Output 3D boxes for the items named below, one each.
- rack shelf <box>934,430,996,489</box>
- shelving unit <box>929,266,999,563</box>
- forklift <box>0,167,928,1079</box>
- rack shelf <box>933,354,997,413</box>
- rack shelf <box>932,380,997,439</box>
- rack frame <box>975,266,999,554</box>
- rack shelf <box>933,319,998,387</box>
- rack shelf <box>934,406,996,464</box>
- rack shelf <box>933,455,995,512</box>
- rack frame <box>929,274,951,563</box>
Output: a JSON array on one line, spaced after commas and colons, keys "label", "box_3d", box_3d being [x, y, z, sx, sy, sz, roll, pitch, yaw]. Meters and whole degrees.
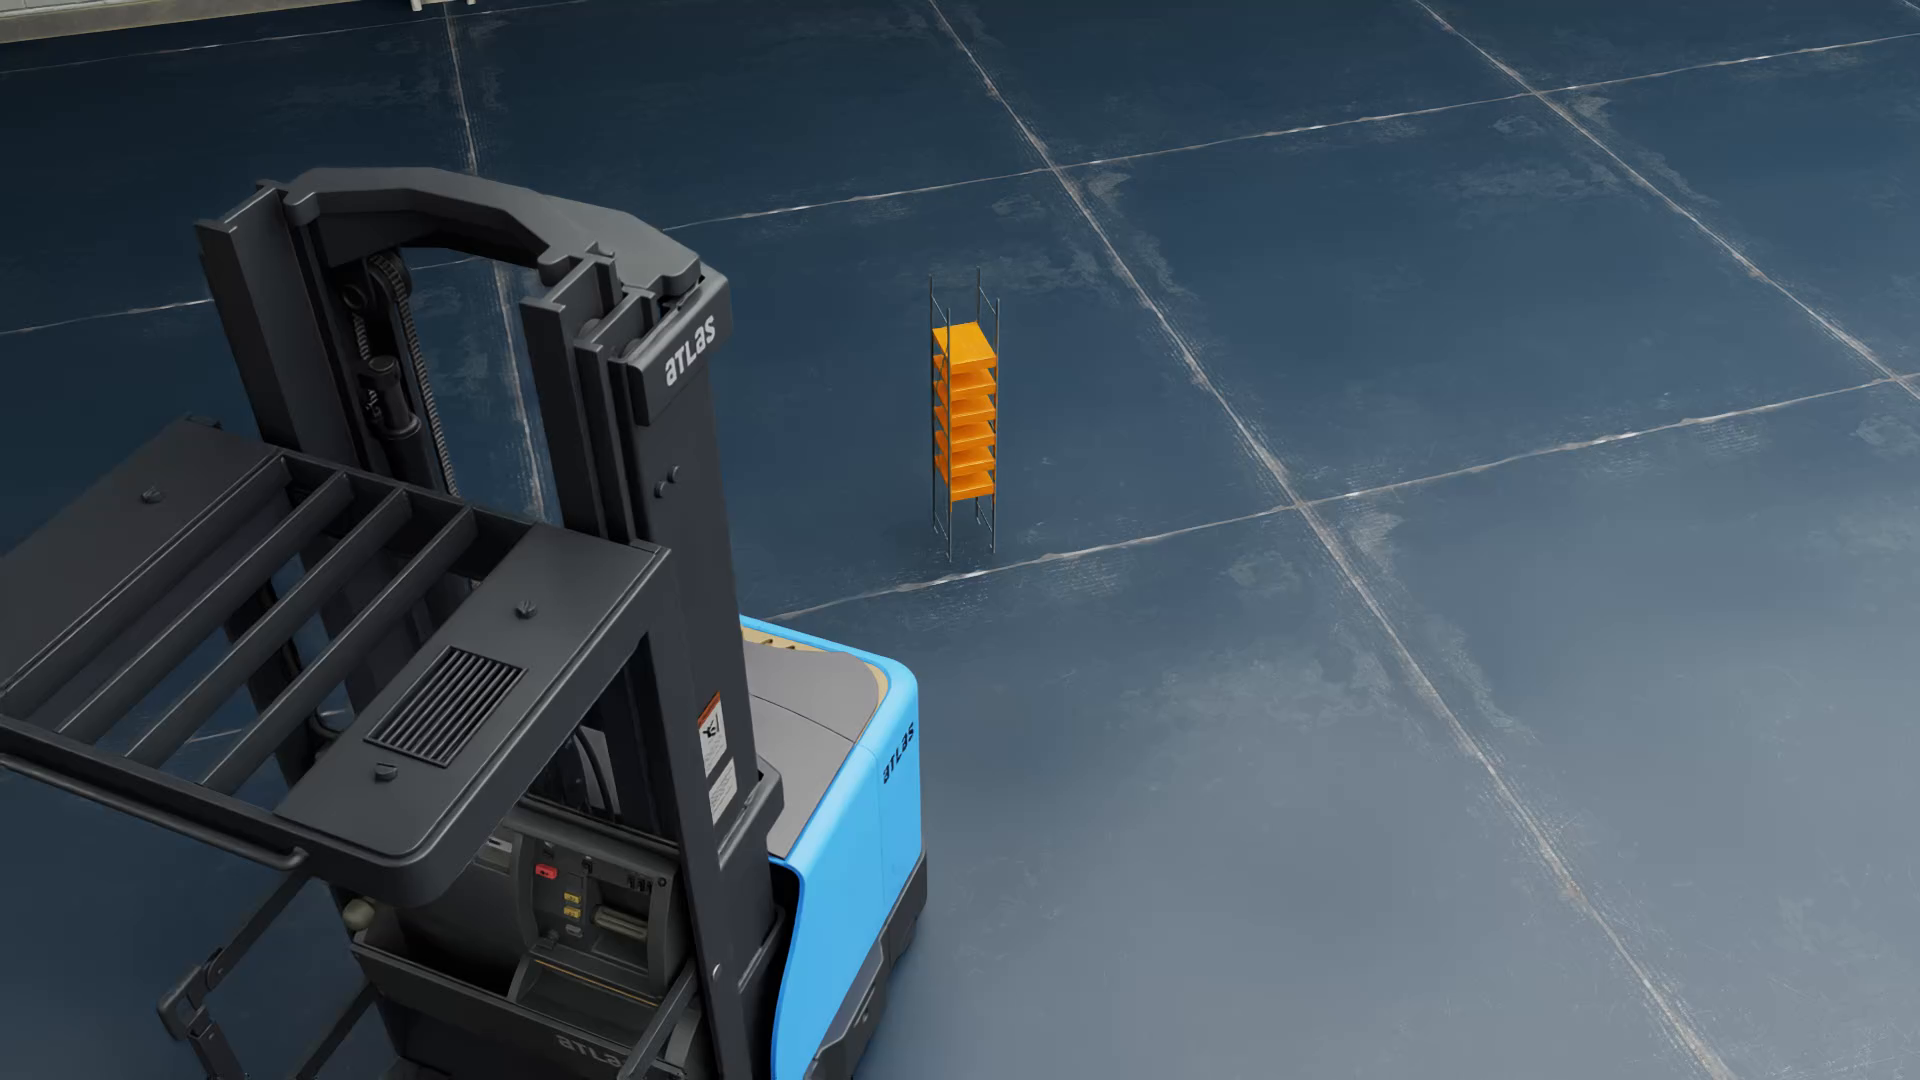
[{"label": "rack shelf", "box_3d": [0.014, -0.331, 6.467, 0.180, 0.103, 0.258, -12, 42, -13]}, {"label": "shelving unit", "box_3d": [0.014, -0.455, 6.359, 0.189, 1.200, 0.258, -12, 42, -13]}, {"label": "forklift", "box_3d": [-1.128, 0.841, 3.560, 1.130, 2.935, 3.031, 15, 43, 16]}, {"label": "rack shelf", "box_3d": [0.014, -0.602, 6.230, 0.180, 0.103, 0.258, -12, 42, -13]}, {"label": "rack shelf", "box_3d": [0.014, -0.512, 6.309, 0.180, 0.103, 0.258, -12, 42, -13]}, {"label": "rack frame", "box_3d": [0.101, -0.473, 6.379, 0.006, 1.200, 0.240, -12, 42, -13]}, {"label": "rack shelf", "box_3d": [0.014, -0.692, 6.151, 0.180, 0.103, 0.258, -12, 42, -13]}, {"label": "rack shelf", "box_3d": [0.014, -0.421, 6.388, 0.180, 0.103, 0.258, -12, 42, -13]}, {"label": "rack shelf", "box_3d": [0.014, -0.241, 6.546, 0.180, 0.103, 0.258, -12, 42, -13]}, {"label": "rack frame", "box_3d": [-0.073, -0.437, 6.338, 0.006, 1.200, 0.240, -12, 42, -13]}]
